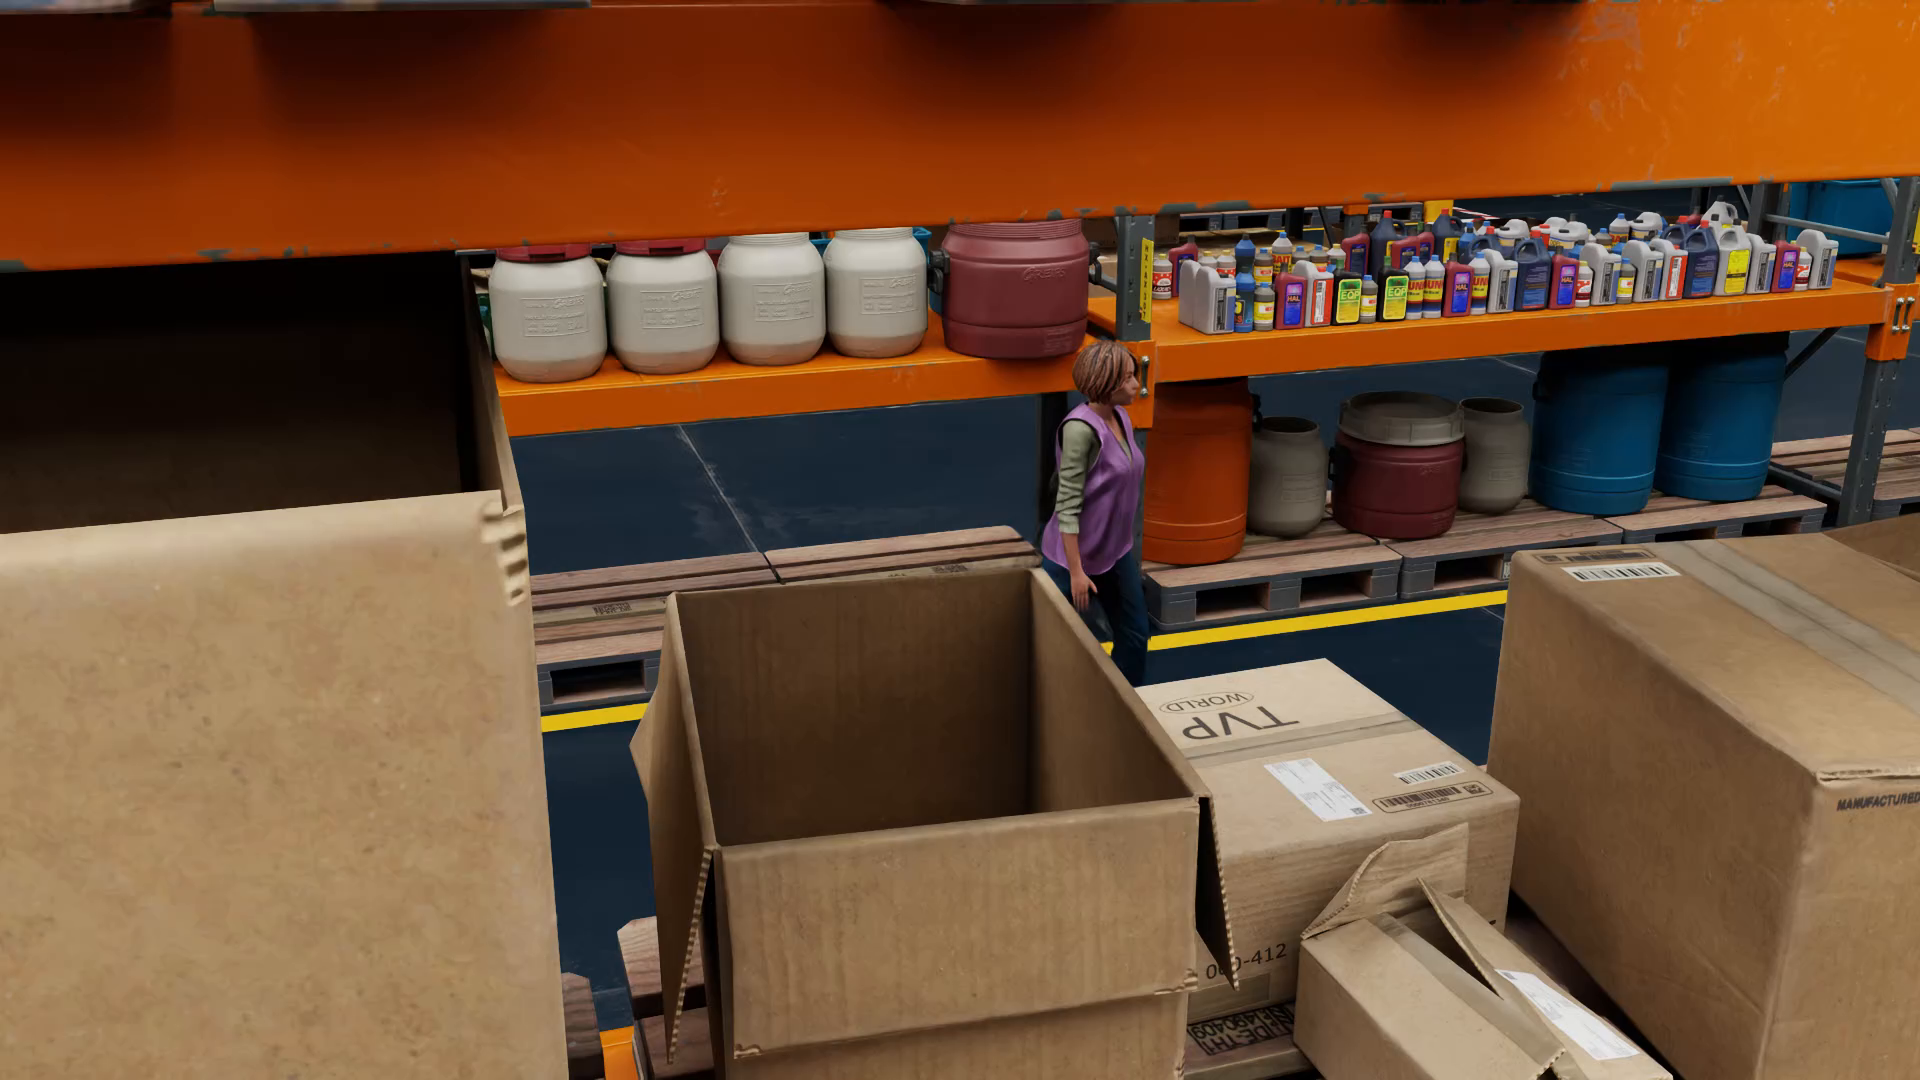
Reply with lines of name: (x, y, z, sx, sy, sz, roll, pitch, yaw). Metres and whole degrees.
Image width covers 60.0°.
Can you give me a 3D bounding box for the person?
person: (0.405, 0.053, 5.933, 0.867, 1.567, 0.466, 14, 24, 34)
